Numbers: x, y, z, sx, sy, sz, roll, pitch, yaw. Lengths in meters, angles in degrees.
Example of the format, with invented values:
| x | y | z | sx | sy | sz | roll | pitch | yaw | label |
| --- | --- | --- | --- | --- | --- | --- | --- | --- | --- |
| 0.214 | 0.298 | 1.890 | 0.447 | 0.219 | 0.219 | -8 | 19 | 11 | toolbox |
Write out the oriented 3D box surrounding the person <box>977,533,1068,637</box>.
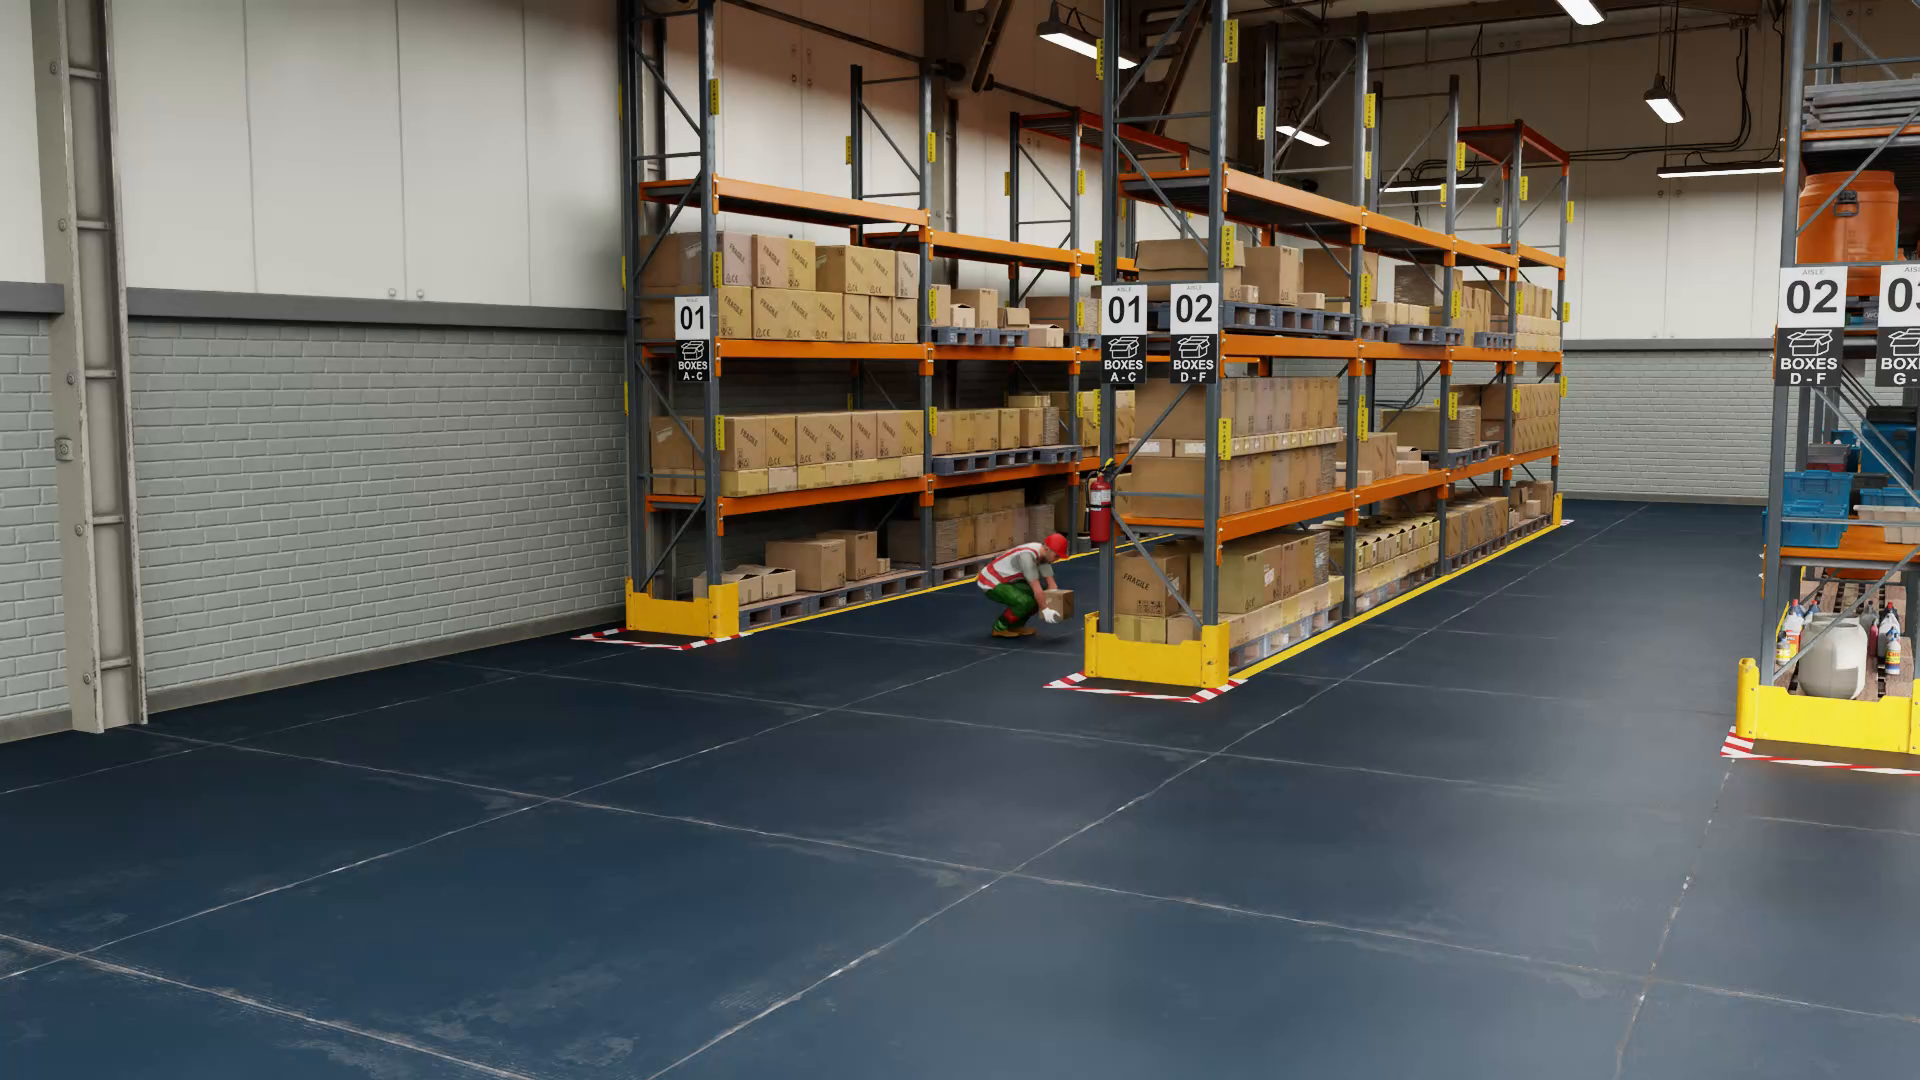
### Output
| x | y | z | sx | sy | sz | roll | pitch | yaw | label |
| --- | --- | --- | --- | --- | --- | --- | --- | --- | --- |
| 0.619 | 0.422 | 15.764 | 0.895 | 0.997 | 0.542 | 3 | 7 | 27 | person |
